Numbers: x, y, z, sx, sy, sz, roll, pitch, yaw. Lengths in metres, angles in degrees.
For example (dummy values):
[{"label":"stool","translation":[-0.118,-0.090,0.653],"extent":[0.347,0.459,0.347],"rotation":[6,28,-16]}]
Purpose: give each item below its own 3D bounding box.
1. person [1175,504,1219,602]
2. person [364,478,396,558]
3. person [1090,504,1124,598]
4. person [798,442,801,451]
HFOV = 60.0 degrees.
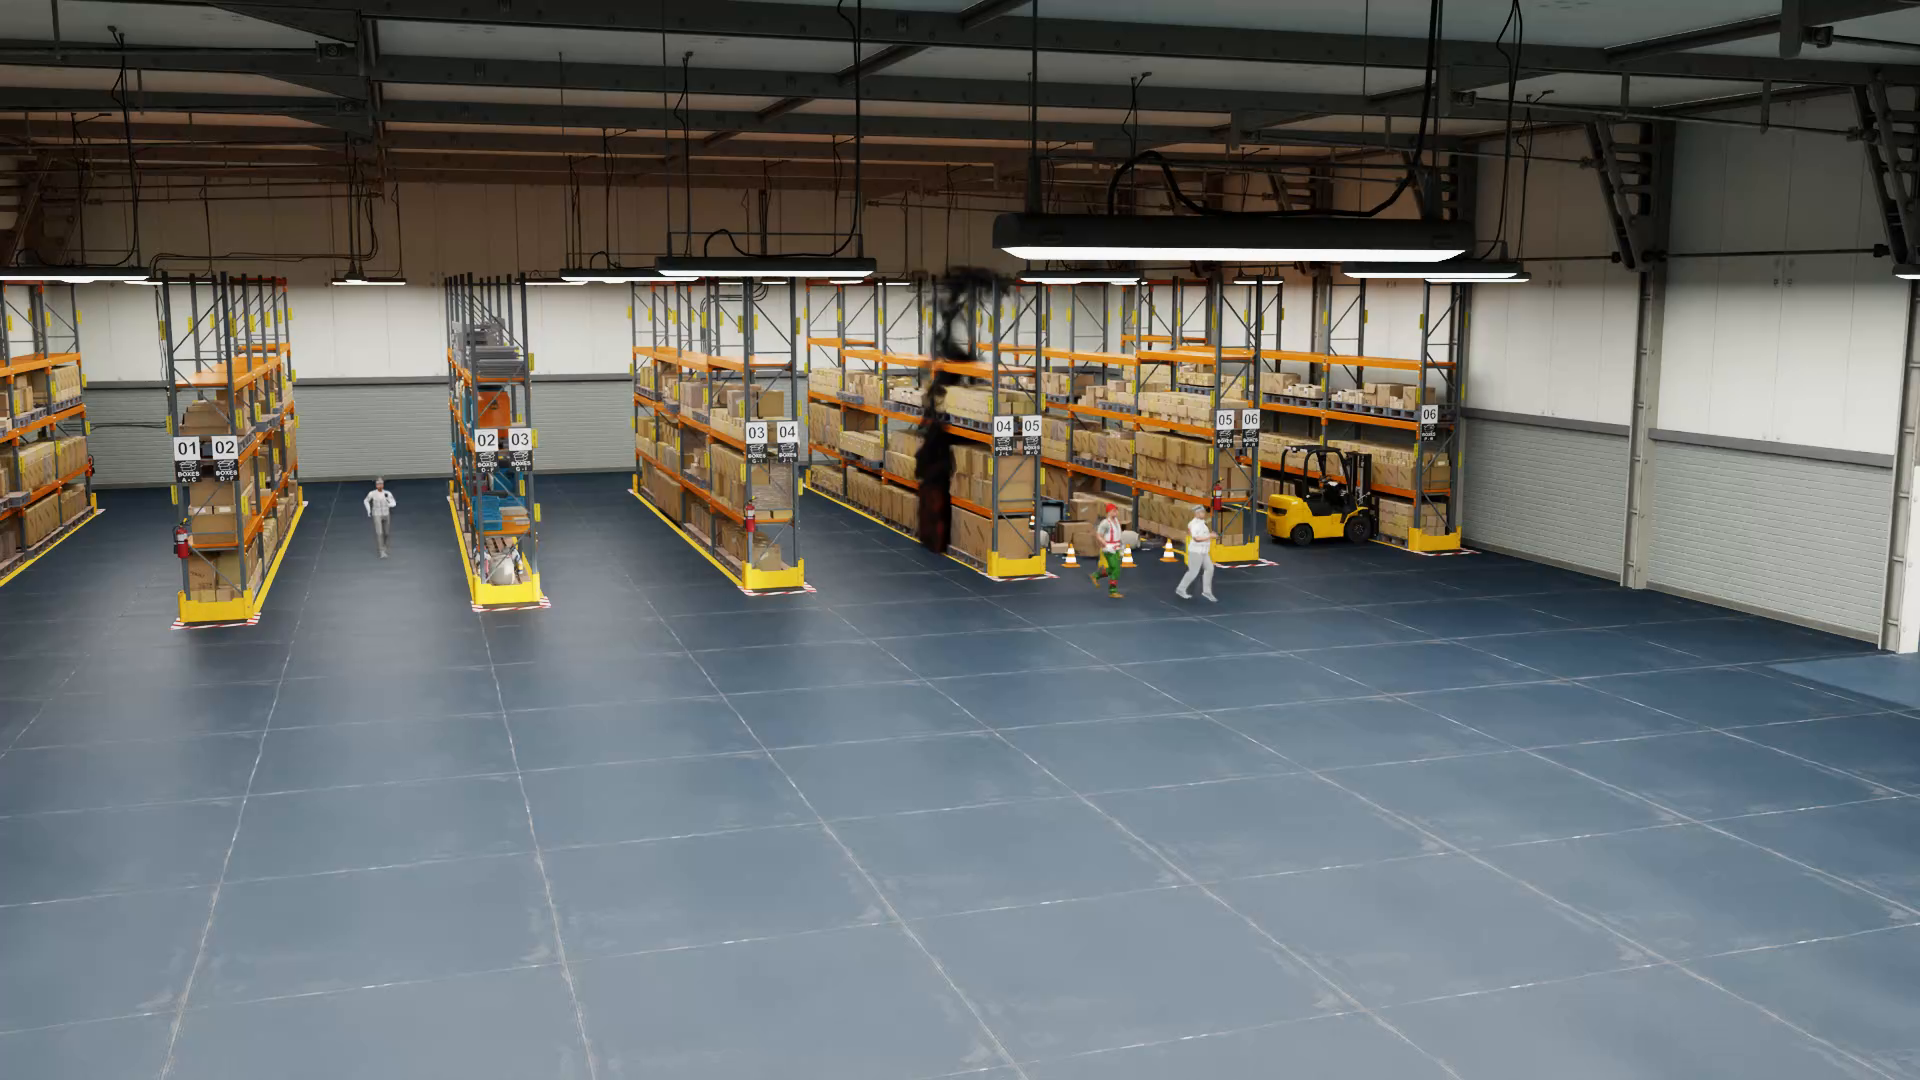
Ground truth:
[{"label":"person","translation":[4.368,0.246,30.570],"extent":[0.787,1.842,0.647],"rotation":[3,9,22]},{"label":"person","translation":[-12.417,-0.508,35.687],"extent":[0.611,1.681,0.921],"rotation":[-5,10,-30]},{"label":"person","translation":[2.740,0.185,31.017],"extent":[0.741,1.765,0.657],"rotation":[6,11,36]},{"label":"person","translation":[-5.105,-2.479,49.326],"extent":[0.711,1.626,0.761],"rotation":[-7,11,-40]}]
